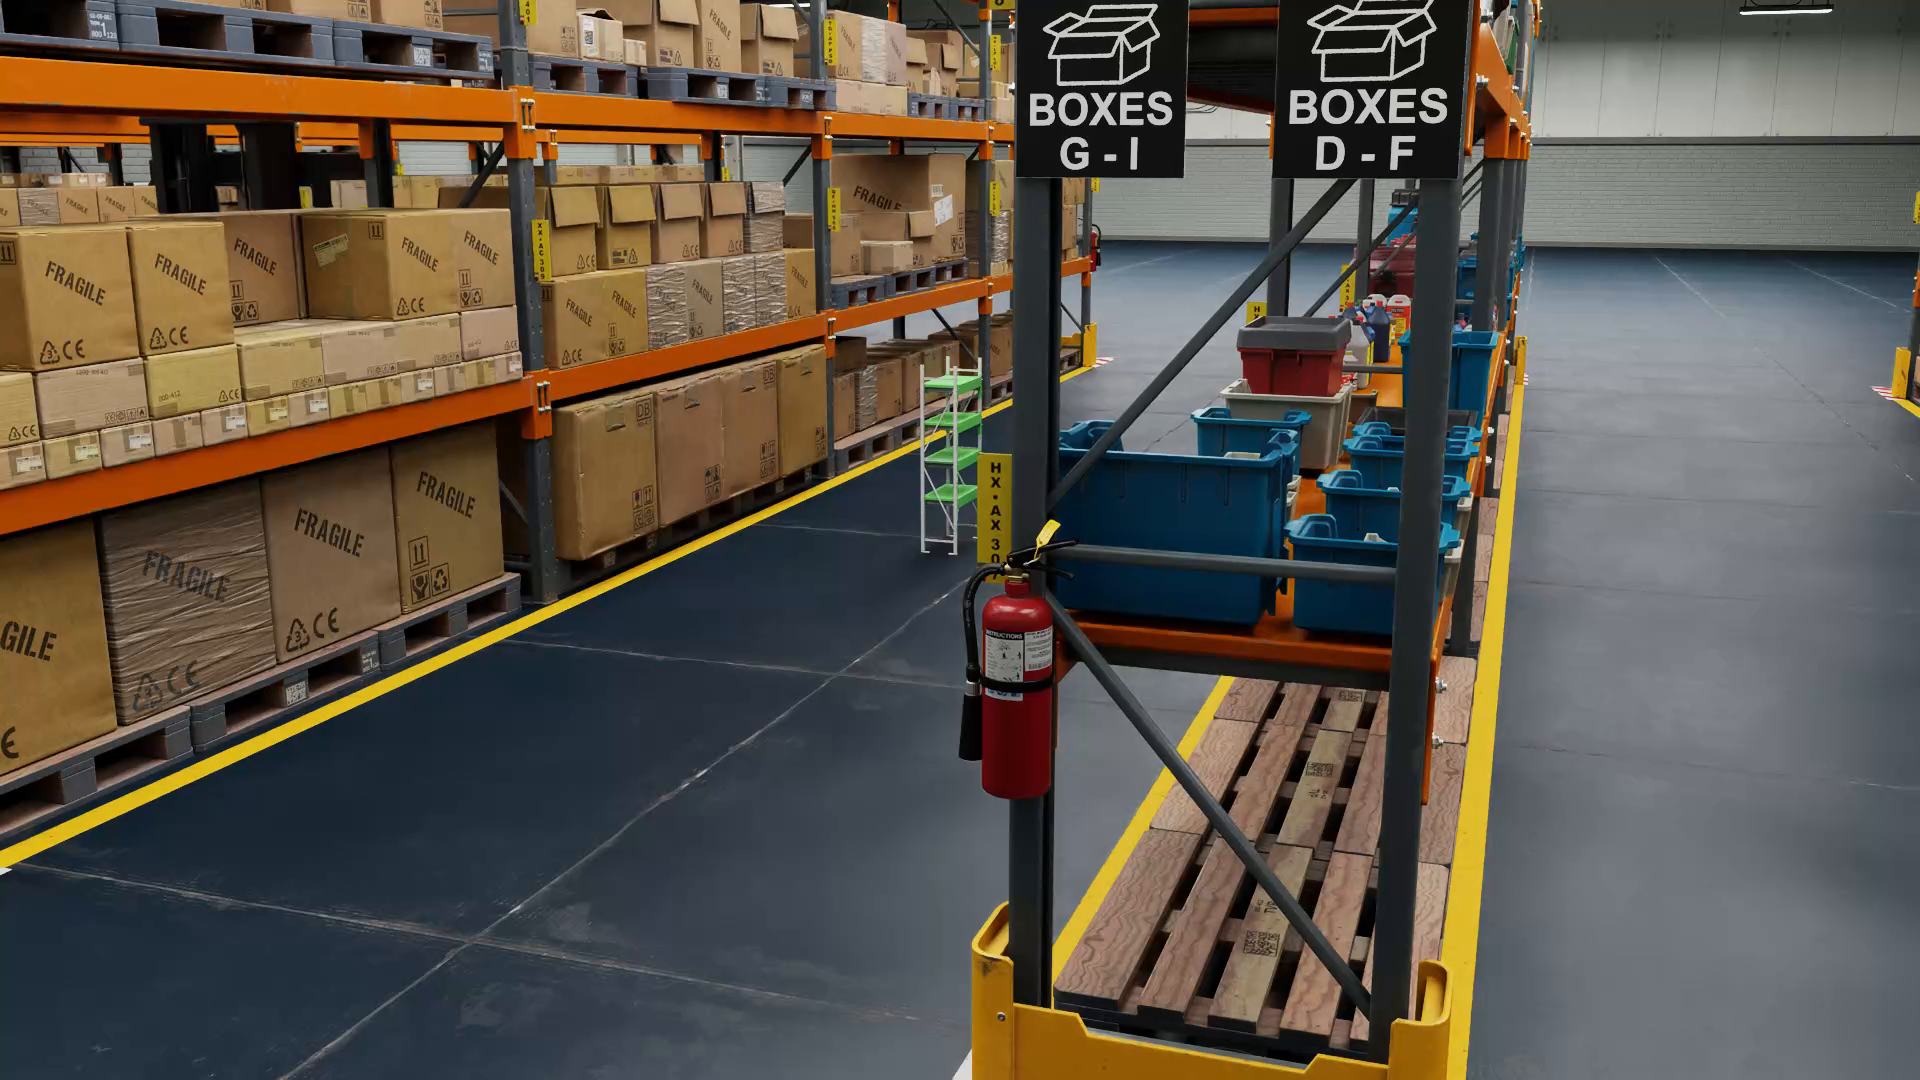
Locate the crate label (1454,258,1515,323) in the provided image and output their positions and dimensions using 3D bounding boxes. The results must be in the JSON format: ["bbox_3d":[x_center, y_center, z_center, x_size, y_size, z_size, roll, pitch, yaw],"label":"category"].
[{"bbox_3d":[3.782,-1.827,12.174,0.502,0.435,0.616,4,14,18],"label":"crate label"}]

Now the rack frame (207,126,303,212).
[{"bbox_3d":[-6.142,-2.356,14.567,1.000,3.000,0.127,4,14,18],"label":"rack frame"}]

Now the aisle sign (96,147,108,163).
[{"bbox_3d":[-12.669,-5.992,24.656,0.394,0.787,0.004,4,14,18],"label":"aisle sign"}]

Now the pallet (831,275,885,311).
[{"bbox_3d":[-1.352,-2.041,13.622,1.213,0.211,1.003,4,14,18],"label":"pallet"}]

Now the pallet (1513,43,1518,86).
[{"bbox_3d":[2.072,-2.321,8.098,1.213,0.211,1.003,4,14,18],"label":"pallet"}]

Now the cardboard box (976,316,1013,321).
[{"bbox_3d":[0.508,-2.259,18.816,0.500,0.500,0.500,6,14,24],"label":"cardboard box"}]

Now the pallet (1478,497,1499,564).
[{"bbox_3d":[2.989,-0.092,10.917,1.003,0.211,1.213,4,14,18],"label":"pallet"}]

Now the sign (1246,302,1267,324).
[{"bbox_3d":[1.391,-0.953,7.801,0.100,0.325,0.005,4,14,18],"label":"sign"}]

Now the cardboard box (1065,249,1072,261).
[{"bbox_3d":[1.096,-3.355,19.512,0.380,0.149,0.250,4,14,18],"label":"cardboard box"}]

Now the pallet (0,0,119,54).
[{"bbox_3d":[-3.840,-1.869,5.893,1.003,0.211,1.213,4,14,18],"label":"pallet"}]

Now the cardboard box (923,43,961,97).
[{"bbox_3d":[-0.433,-4.445,15.805,0.797,0.503,0.637,4,13,16],"label":"cardboard box"}]

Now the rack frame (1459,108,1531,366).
[{"bbox_3d":[5.793,-3.305,18.727,1.000,3.000,0.127,4,14,18],"label":"rack frame"}]

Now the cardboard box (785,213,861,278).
[{"bbox_3d":[-1.259,-2.472,13.909,0.700,0.500,0.500,7,14,27],"label":"cardboard box"}]

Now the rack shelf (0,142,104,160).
[{"bbox_3d":[-13.615,-5.422,22.879,1.077,0.370,4.000,4,14,18],"label":"rack shelf"}]

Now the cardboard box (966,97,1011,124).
[{"bbox_3d":[0.201,-4.285,16.616,0.500,0.250,0.500,4,13,16],"label":"cardboard box"}]

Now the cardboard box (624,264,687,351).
[{"bbox_3d":[-2.066,-1.474,10.479,0.500,0.500,0.500,4,13,17],"label":"cardboard box"}]

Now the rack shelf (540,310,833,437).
[{"bbox_3d":[-2.129,-1.205,11.144,1.077,0.370,4.000,4,14,18],"label":"rack shelf"}]

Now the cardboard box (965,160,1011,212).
[{"bbox_3d":[0.199,-3.577,16.779,0.500,0.500,0.500,4,14,18],"label":"cardboard box"}]

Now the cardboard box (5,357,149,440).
[{"bbox_3d":[-3.497,-0.556,6.352,0.500,0.250,0.500,4,14,18],"label":"cardboard box"}]

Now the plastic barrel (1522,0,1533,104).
[{"bbox_3d":[3.676,-3.485,11.646,0.600,0.901,0.600,0,13,0],"label":"plastic barrel"}]

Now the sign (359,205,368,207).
[{"bbox_3d":[-3.292,-1.698,9.262,0.100,0.325,0.005,4,14,18],"label":"sign"}]

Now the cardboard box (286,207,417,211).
[{"bbox_3d":[-3.173,-1.490,8.758,0.500,0.500,0.500,4,14,18],"label":"cardboard box"}]

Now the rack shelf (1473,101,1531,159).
[{"bbox_3d":[3.852,-3.153,12.938,1.077,0.370,4.000,4,14,18],"label":"rack shelf"}]

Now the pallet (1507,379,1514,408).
[{"bbox_3d":[5.149,-1.499,17.083,1.003,0.211,1.213,4,14,18],"label":"pallet"}]

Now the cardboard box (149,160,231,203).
[{"bbox_3d":[-9.217,-4.291,19.907,0.700,0.500,0.500,4,14,18],"label":"cardboard box"}]

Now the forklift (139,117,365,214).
[{"bbox_3d":[-4.551,-1.591,11.373,1.130,2.935,3.031,4,14,18],"label":"forklift"}]

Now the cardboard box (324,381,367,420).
[{"bbox_3d":[-2.980,-0.654,7.677,0.380,0.149,0.250,4,13,17],"label":"cardboard box"}]

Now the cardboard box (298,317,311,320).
[{"bbox_3d":[-3.341,-1.022,8.395,0.500,0.250,0.500,4,14,18],"label":"cardboard box"}]

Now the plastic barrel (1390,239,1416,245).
[{"bbox_3d":[3.605,-2.098,13.132,0.433,0.535,0.433,0,13,0],"label":"plastic barrel"}]

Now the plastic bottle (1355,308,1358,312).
[{"bbox_3d":[2.397,-1.273,10.113,0.097,0.271,0.097,0,13,0],"label":"plastic bottle"}]

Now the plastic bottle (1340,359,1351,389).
[{"bbox_3d":[1.856,-0.783,8.122,0.097,0.201,0.097,0,13,0],"label":"plastic bottle"}]

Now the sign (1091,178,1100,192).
[{"bbox_3d":[1.626,-4.336,19.932,0.100,0.325,0.005,4,14,18],"label":"sign"}]

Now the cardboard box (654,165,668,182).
[{"bbox_3d":[-4.111,-4.334,20.470,0.875,0.550,0.550,4,14,18],"label":"cardboard box"}]

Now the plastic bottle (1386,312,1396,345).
[{"bbox_3d":[2.733,-1.353,10.623,0.097,0.201,0.097,0,13,0],"label":"plastic bottle"}]

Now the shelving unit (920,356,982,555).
[{"bbox_3d":[-0.054,-0.550,10.702,0.258,1.200,0.503,4,14,18],"label":"shelving unit"}]

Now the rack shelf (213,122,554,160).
[{"bbox_3d":[-5.495,-3.888,16.158,1.077,0.370,4.000,4,14,18],"label":"rack shelf"}]

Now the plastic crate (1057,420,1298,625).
[{"bbox_3d":[0.548,-0.067,4.324,0.616,0.435,0.499,4,14,18],"label":"plastic crate"}]

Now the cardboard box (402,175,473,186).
[{"bbox_3d":[-5.331,-3.414,16.734,0.700,0.500,0.500,4,14,19],"label":"cardboard box"}]

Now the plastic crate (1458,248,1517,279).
[{"bbox_3d":[4.789,-2.534,15.487,0.767,0.338,0.504,4,14,18],"label":"plastic crate"}]

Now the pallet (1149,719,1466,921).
[{"bbox_3d":[1.317,0.997,6.148,1.003,0.211,1.213,4,14,18],"label":"pallet"}]

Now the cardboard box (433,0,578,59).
[{"bbox_3d":[-2.598,-2.974,9.366,0.700,0.500,0.500,5,14,20],"label":"cardboard box"}]

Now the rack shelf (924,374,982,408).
[{"bbox_3d":[-0.054,-0.956,10.609,0.258,0.148,0.480,4,14,18],"label":"rack shelf"}]

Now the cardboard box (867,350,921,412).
[{"bbox_3d":[-0.759,-1.471,15.319,0.700,0.500,0.500,3,13,14],"label":"cardboard box"}]

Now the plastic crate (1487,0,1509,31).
[{"bbox_3d":[1.371,-1.670,4.963,0.504,0.338,0.767,4,14,18],"label":"plastic crate"}]

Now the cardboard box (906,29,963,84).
[{"bbox_3d":[-0.283,-4.832,16.661,0.500,0.500,0.500,4,13,17],"label":"cardboard box"}]

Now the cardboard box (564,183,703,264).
[{"bbox_3d":[-2.158,-2.083,10.896,0.797,0.503,0.637,5,14,20],"label":"cardboard box"}]

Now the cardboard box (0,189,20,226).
[{"bbox_3d":[-10.166,-3.390,17.261,0.500,0.500,0.500,5,14,19],"label":"cardboard box"}]

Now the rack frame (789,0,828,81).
[{"bbox_3d":[-1.482,-4.902,12.242,1.000,3.000,0.127,4,14,18],"label":"rack frame"}]

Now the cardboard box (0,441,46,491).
[{"bbox_3d":[-3.561,-0.275,6.018,0.380,0.149,0.250,4,13,18],"label":"cardboard box"}]

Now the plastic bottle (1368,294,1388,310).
[{"bbox_3d":[2.759,-1.492,11.064,0.152,0.276,0.135,4,14,18],"label":"plastic bottle"}]

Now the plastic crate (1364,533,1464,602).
[{"bbox_3d":[1.190,0.073,4.383,0.250,0.136,0.298,4,14,18],"label":"plastic crate"}]

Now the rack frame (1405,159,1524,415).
[{"bbox_3d":[4.499,-2.463,15.037,1.000,3.000,0.127,4,14,18],"label":"rack frame"}]
